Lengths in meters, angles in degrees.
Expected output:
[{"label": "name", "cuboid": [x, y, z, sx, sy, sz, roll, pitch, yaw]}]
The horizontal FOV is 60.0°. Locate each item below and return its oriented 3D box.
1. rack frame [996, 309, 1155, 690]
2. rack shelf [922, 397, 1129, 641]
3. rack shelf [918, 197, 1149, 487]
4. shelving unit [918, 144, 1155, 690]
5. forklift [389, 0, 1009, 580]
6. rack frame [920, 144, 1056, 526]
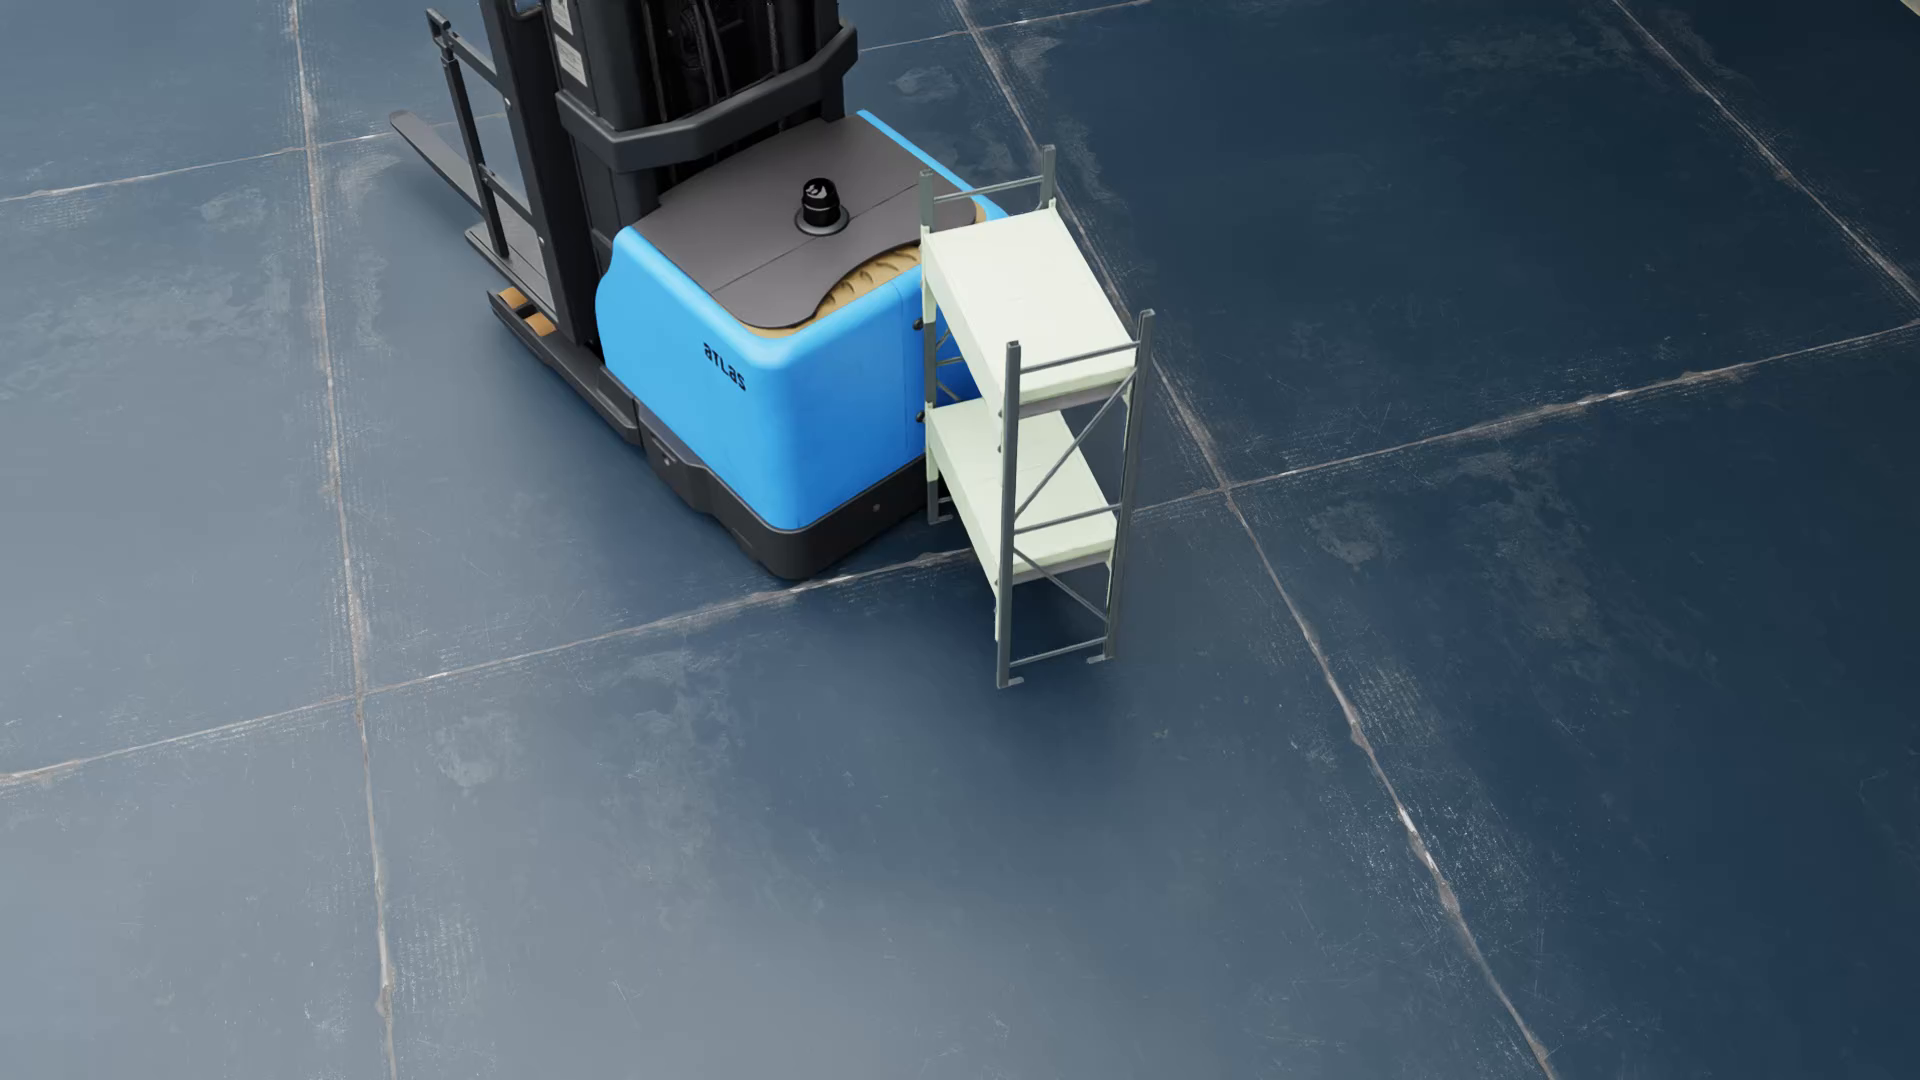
[{"label": "rack frame", "cuboid": [0.310, -0.058, 4.818, 0.400, 1.500, 0.023, -14, 51, -12]}, {"label": "rack shelf", "cuboid": [0.195, -0.113, 5.291, 0.431, 0.370, 0.720, -14, 51, -12]}, {"label": "rack shelf", "cuboid": [0.195, -0.575, 4.743, 0.431, 0.370, 0.720, -14, 51, -12]}, {"label": "shelving unit", "cuboid": [0.195, -0.323, 5.042, 0.431, 1.500, 0.755, -14, 51, -12]}, {"label": "forklift", "cuboid": [-1.154, -1.871, 5.411, 1.130, 2.935, 3.031, -33, 57, -25]}, {"label": "rack frame", "cuboid": [0.080, -0.589, 5.265, 0.400, 1.500, 0.023, -14, 51, -12]}]
